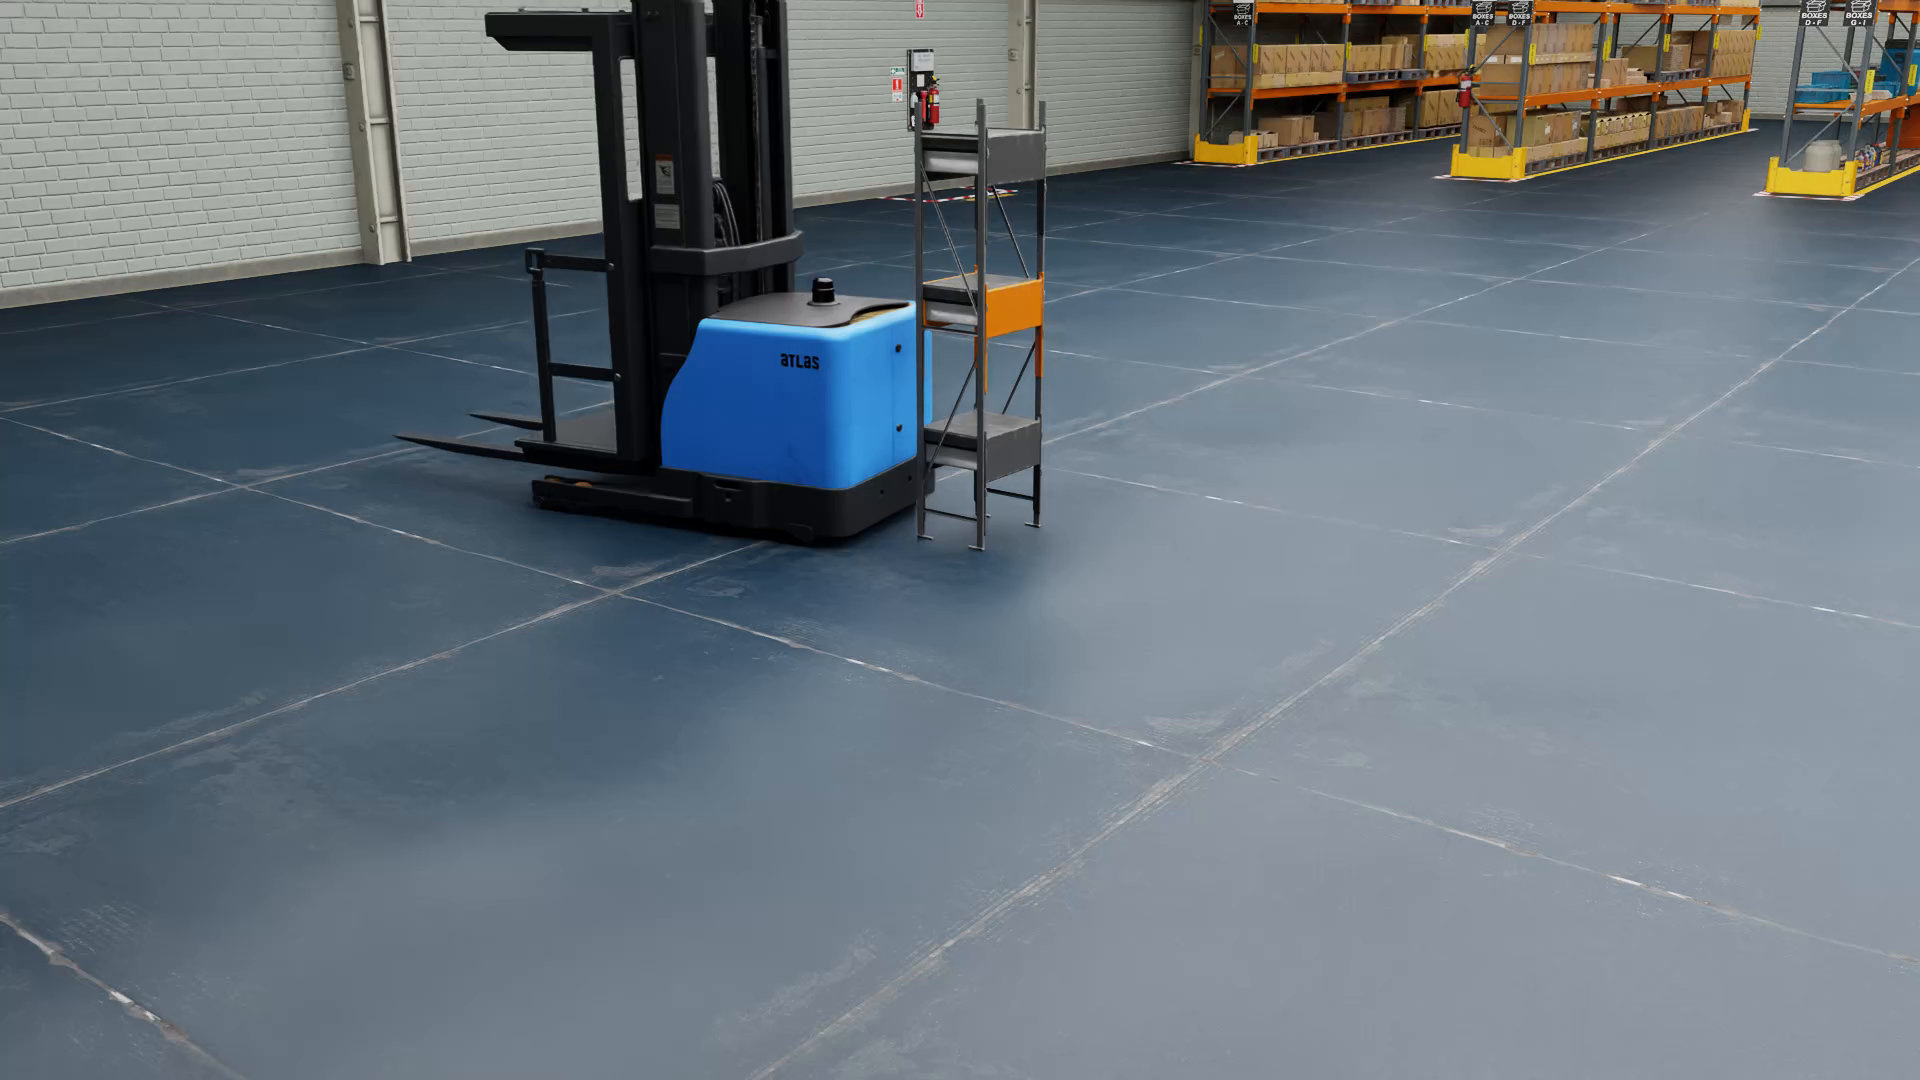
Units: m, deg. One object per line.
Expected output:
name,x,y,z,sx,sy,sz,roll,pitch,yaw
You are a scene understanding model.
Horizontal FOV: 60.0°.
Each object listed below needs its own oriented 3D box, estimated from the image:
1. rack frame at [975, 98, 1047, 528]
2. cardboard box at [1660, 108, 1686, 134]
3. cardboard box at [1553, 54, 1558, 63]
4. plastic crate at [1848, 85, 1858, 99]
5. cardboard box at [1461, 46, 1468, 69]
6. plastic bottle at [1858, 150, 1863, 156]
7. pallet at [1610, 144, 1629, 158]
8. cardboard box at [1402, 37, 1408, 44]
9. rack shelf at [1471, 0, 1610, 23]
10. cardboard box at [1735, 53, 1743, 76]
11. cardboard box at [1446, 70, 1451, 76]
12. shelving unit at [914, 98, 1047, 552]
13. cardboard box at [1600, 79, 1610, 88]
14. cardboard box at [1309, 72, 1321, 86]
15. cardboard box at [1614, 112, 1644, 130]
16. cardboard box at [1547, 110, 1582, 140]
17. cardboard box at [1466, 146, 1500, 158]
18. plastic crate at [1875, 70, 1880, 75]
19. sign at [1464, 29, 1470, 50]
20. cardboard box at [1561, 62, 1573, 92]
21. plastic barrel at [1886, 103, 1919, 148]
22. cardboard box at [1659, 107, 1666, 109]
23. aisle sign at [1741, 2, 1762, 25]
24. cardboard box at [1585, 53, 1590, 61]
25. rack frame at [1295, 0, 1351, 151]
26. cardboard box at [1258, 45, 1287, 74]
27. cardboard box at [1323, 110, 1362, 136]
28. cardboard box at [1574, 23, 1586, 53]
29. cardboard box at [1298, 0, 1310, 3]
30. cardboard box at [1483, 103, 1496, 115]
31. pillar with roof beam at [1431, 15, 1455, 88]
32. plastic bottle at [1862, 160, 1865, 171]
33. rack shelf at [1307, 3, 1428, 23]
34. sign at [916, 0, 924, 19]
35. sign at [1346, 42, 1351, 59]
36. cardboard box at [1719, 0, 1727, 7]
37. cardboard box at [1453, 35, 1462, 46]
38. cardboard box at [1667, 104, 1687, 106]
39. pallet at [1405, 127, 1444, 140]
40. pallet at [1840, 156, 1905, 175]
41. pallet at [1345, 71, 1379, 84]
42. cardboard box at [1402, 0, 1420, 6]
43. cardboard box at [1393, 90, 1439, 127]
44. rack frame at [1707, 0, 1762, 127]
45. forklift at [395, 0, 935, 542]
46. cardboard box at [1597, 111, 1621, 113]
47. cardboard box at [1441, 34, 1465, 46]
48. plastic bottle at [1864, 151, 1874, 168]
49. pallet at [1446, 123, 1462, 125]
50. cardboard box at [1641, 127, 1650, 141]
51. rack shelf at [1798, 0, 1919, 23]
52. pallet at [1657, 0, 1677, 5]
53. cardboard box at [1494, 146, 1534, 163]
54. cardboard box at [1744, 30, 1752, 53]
rack frame,0.244,-1.100,8.246,0.400,2.100,0.015,12,21,35
cardboard box,15.013,-8.866,35.208,0.500,0.500,0.500,12,21,33
cardboard box,10.001,-8.237,28.447,0.380,0.149,0.250,12,21,34
plastic crate,14.152,-7.218,26.788,0.450,0.188,0.662,12,21,35
cardboard box,11.323,-11.053,38.074,0.500,0.500,0.500,12,21,35
plastic bottle,14.543,-6.160,26.860,0.061,0.283,0.133,12,21,35
pallet,12.346,-7.612,32.399,1.003,0.211,1.213,12,21,35
cardboard box,9.433,-10.777,35.885,0.380,0.149,0.250,9,20,28
rack shelf,10.020,-9.082,28.587,1.077,0.370,4.000,12,21,35
cardboard box,17.706,-10.978,38.370,0.500,0.500,0.500,13,21,35
cardboard box,10.902,-10.591,37.680,0.380,0.149,0.250,13,21,35
shelving unit,0.099,-1.042,8.059,0.431,2.100,0.503,12,21,35
cardboard box,11.904,-8.524,31.059,0.380,0.149,0.250,12,21,35
cardboard box,6.602,-8.876,31.986,0.500,0.250,0.500,12,21,34
cardboard box,13.177,-8.284,32.845,0.500,0.311,0.500,12,21,34
cardboard box,10.804,-7.449,29.836,0.500,0.500,0.500,12,21,35
cardboard box,8.911,-6.584,28.316,0.500,0.250,0.500,12,21,35
plastic crate,15.595,-7.903,28.663,0.392,0.384,0.575,12,21,35
sign,8.401,-8.282,27.503,0.100,0.325,0.005,12,21,35
cardboard box,10.342,-8.165,29.309,0.700,0.500,0.500,13,21,35
plastic barrel,17.849,-7.829,31.350,0.600,0.830,0.708,12,21,35
cardboard box,14.882,-9.072,35.873,0.500,0.500,0.500,13,21,35
aisle sign,18.649,-12.531,39.155,0.394,0.787,0.004,12,21,35
cardboard box,11.073,-8.666,29.829,0.380,0.149,0.250,12,21,34
rack frame,7.231,-9.344,33.275,1.000,3.000,0.127,12,21,35
cardboard box,5.676,-8.864,30.683,0.500,0.500,0.500,12,21,35
cardboard box,7.924,-8.670,34.579,0.700,0.500,0.500,12,21,34
cardboard box,10.653,-8.909,29.519,0.700,0.500,0.500,12,21,35
cardboard box,6.205,-10.294,31.073,0.500,0.500,0.500,14,22,38
cardboard box,12.526,-10.416,40.234,0.700,0.500,0.500,13,21,35
pillar with roof beam,15.178,-13.673,37.100,9.100,9.000,0.400,12,21,35
plastic bottle,14.197,-5.916,26.212,0.097,0.201,0.097,0,17,0
rack shelf,8.423,-10.909,34.470,1.077,0.370,4.000,12,21,35
sign,-0.592,-7.822,24.467,0.001,0.298,0.199,12,21,35
sign,7.672,-9.663,32.843,0.100,0.325,0.005,12,21,35
cardboard box,16.467,-11.808,36.404,0.500,0.250,0.500,12,21,35
cardboard box,11.006,-11.287,37.564,0.500,0.250,0.500,12,21,34
cardboard box,16.090,-9.577,37.498,0.500,0.500,0.500,12,21,35
pallet,10.145,-9.139,37.318,1.003,0.211,1.213,12,21,35
pallet,15.625,-6.455,28.675,1.003,0.211,1.213,12,21,35
pallet,7.804,-9.408,33.806,1.003,0.211,1.213,12,21,35
cardboard box,9.403,-11.477,35.202,0.500,0.311,0.500,12,21,35
cardboard box,10.158,-9.622,37.088,0.750,0.750,0.750,12,21,34
rack frame,18.362,-11.327,39.662,1.000,3.000,0.127,12,21,35
forklift,-1.687,-1.668,8.674,3.031,2.935,1.130,8,19,25
cardboard box,13.047,-8.504,33.554,0.500,0.311,0.500,13,22,37
cardboard box,11.309,-11.409,37.956,0.500,0.250,0.500,13,21,36
plastic bottle,14.629,-6.138,26.801,0.152,0.276,0.135,13,21,36
pallet,11.599,-9.720,39.189,1.003,0.211,1.213,12,21,35
cardboard box,13.478,-8.141,33.330,0.500,0.250,0.500,13,21,36
rack shelf,13.996,-8.206,25.765,1.077,0.370,4.000,12,21,35
pallet,13.263,-10.587,32.538,1.213,0.211,1.003,14,22,37
cardboard box,9.327,-6.492,28.021,0.500,0.250,0.500,12,21,35
cardboard box,18.017,-11.578,38.613,0.500,0.500,0.500,13,22,36
